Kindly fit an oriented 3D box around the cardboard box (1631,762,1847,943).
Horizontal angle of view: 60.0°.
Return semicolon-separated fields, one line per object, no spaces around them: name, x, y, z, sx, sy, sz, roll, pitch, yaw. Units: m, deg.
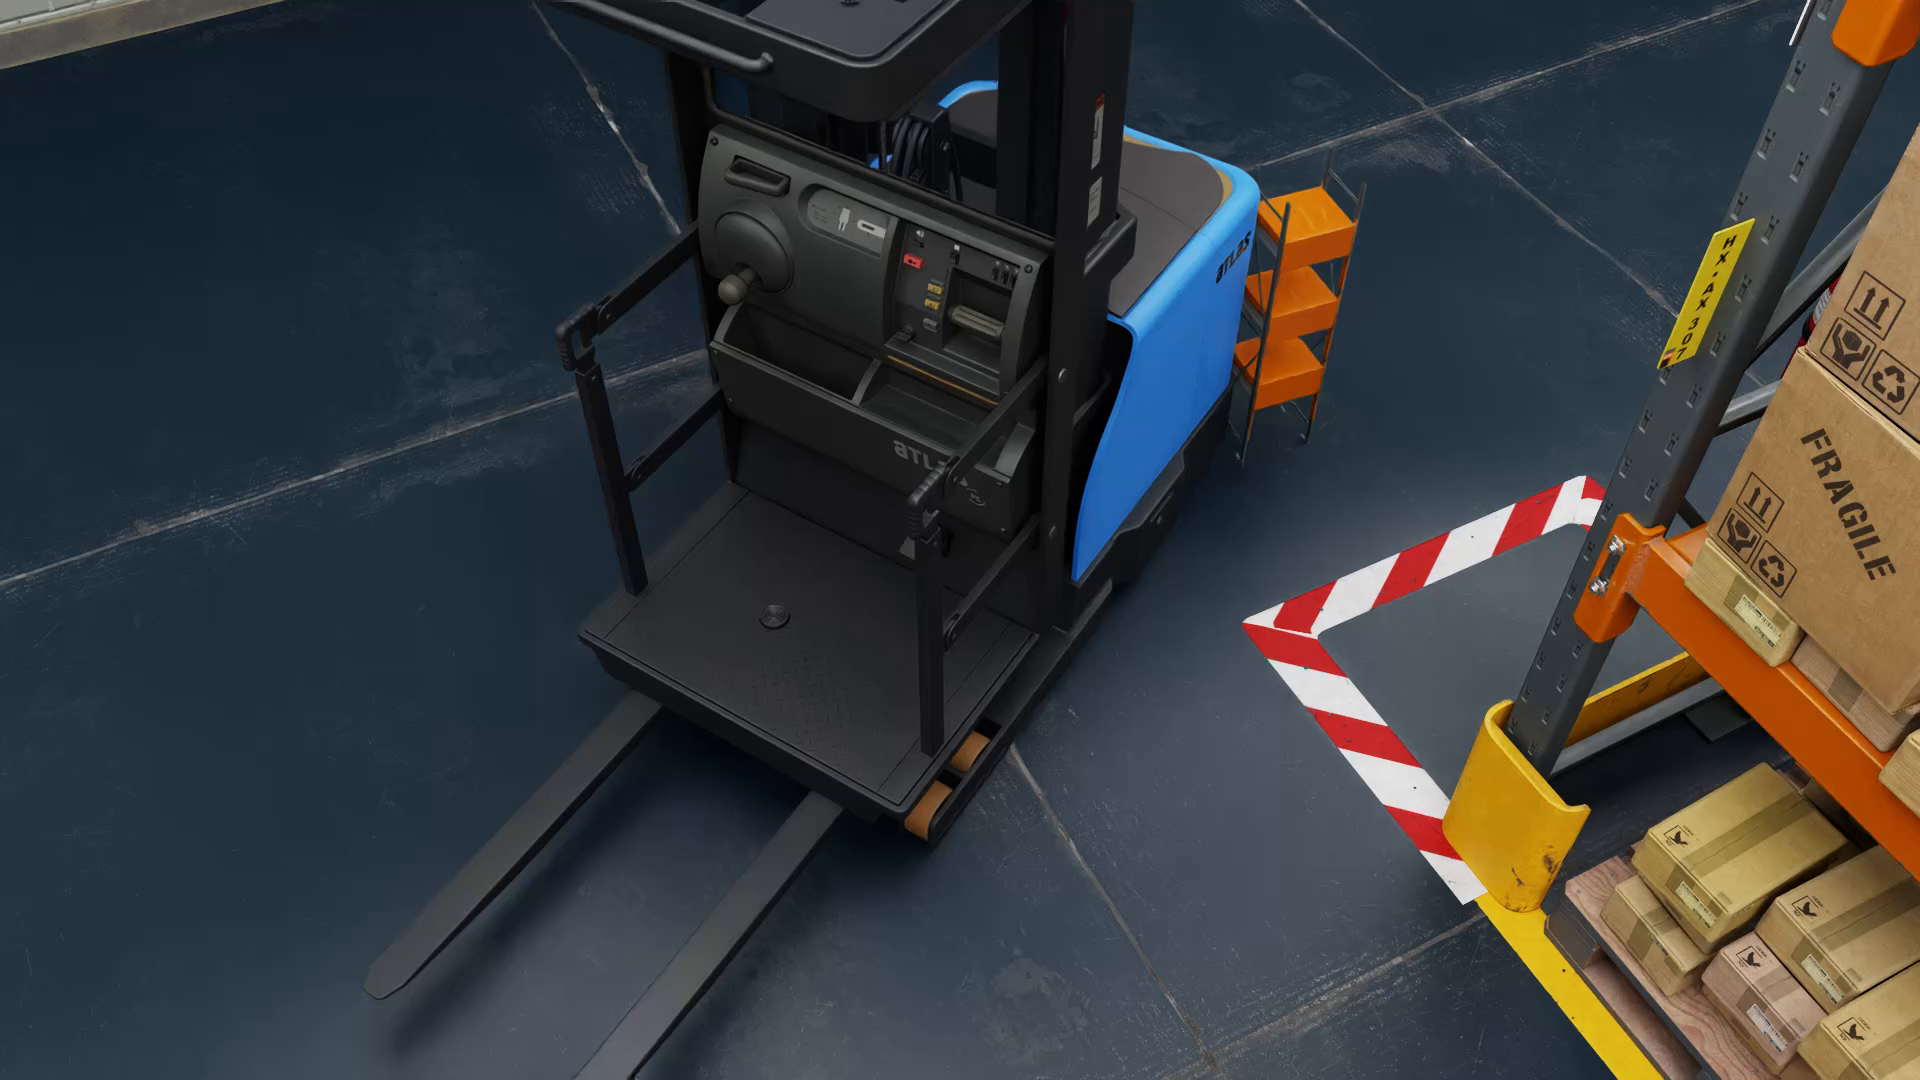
cardboard box;1.799;0.719;3.848;0.380;0.149;0.250;-23;53;-19

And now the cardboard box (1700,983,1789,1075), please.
cardboard box;2.009;1.056;3.949;0.380;0.149;0.250;-21;52;-18

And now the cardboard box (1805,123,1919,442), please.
cardboard box;1.831;-0.421;2.697;0.500;0.500;0.500;-21;52;-18

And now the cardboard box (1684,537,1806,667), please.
cardboard box;1.718;0.060;3.372;0.380;0.149;0.250;-22;52;-18

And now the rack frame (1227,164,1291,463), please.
rack frame;0.894;-0.669;5.137;0.008;1.050;0.200;-16;51;-14

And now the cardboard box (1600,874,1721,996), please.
cardboard box;1.816;0.909;4.078;0.380;0.149;0.250;-20;52;-17

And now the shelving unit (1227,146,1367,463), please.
shelving unit;1.007;-0.702;5.167;0.252;1.050;0.215;-16;51;-14

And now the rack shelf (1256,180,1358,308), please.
rack shelf;1.007;-0.882;4.961;0.240;0.259;0.215;-16;51;-14

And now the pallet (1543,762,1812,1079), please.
pallet;2.236;1.172;4.085;1.003;0.211;1.213;-21;52;-18

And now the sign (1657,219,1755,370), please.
sign;1.379;-0.451;3.076;0.100;0.325;0.005;-21;52;-18

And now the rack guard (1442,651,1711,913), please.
rack guard;1.896;0.521;4.462;1.175;0.500;0.348;-21;52;-18

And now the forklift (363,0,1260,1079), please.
forklift;-0.345;-0.561;3.793;1.130;2.935;3.031;26;54;21

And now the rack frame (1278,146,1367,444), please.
rack frame;1.121;-0.736;5.196;0.008;1.050;0.200;-16;51;-14

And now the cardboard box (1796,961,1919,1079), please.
cardboard box;2.033;1.075;3.536;0.380;0.149;0.250;-21;52;-18

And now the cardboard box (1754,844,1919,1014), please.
cardboard box;2.032;0.863;3.723;0.380;0.149;0.250;-20;52;-17

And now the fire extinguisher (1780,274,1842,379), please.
fire extinguisher;2.156;-0.532;4.022;0.296;0.674;0.183;-21;52;-18

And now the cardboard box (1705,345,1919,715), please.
cardboard box;1.821;-0.088;3.070;0.500;0.500;0.500;-19;51;-16

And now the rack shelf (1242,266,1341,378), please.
rack shelf;1.007;-0.695;5.175;0.240;0.259;0.215;-16;51;-14

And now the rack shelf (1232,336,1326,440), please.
rack shelf;1.007;-0.512;5.384;0.240;0.259;0.215;-16;51;-14

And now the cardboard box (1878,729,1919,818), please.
cardboard box;1.947;0.414;3.062;0.380;0.149;0.250;-23;53;-19

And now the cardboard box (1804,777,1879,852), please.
cardboard box;2.357;0.605;4.146;0.380;0.149;0.250;-22;53;-18

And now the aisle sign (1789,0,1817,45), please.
aisle sign;1.561;-1.154;2.540;0.394;0.787;0.004;-21;52;-18

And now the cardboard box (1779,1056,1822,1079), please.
cardboard box;2.129;1.219;3.806;0.380;0.149;0.250;-21;52;-17

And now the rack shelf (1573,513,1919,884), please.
rack shelf;2.776;1.223;2.666;1.077;0.370;4.000;-21;52;-18

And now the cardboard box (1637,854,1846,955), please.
cardboard box;1.873;0.789;3.985;0.380;0.149;0.250;-19;52;-16

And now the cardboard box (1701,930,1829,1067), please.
cardboard box;1.948;0.992;3.807;0.380;0.149;0.250;-21;52;-18

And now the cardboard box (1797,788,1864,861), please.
cardboard box;2.288;0.728;4.235;0.380;0.149;0.250;-20;52;-17

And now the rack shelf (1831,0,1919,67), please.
rack shelf;2.776;0.235;1.537;1.077;0.370;4.000;-21;52;-18

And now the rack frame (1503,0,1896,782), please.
rack frame;1.861;-0.353;3.566;1.000;3.000;0.127;-21;52;-18

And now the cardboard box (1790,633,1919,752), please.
cardboard box;1.871;0.216;3.235;0.380;0.149;0.250;-19;52;-16
